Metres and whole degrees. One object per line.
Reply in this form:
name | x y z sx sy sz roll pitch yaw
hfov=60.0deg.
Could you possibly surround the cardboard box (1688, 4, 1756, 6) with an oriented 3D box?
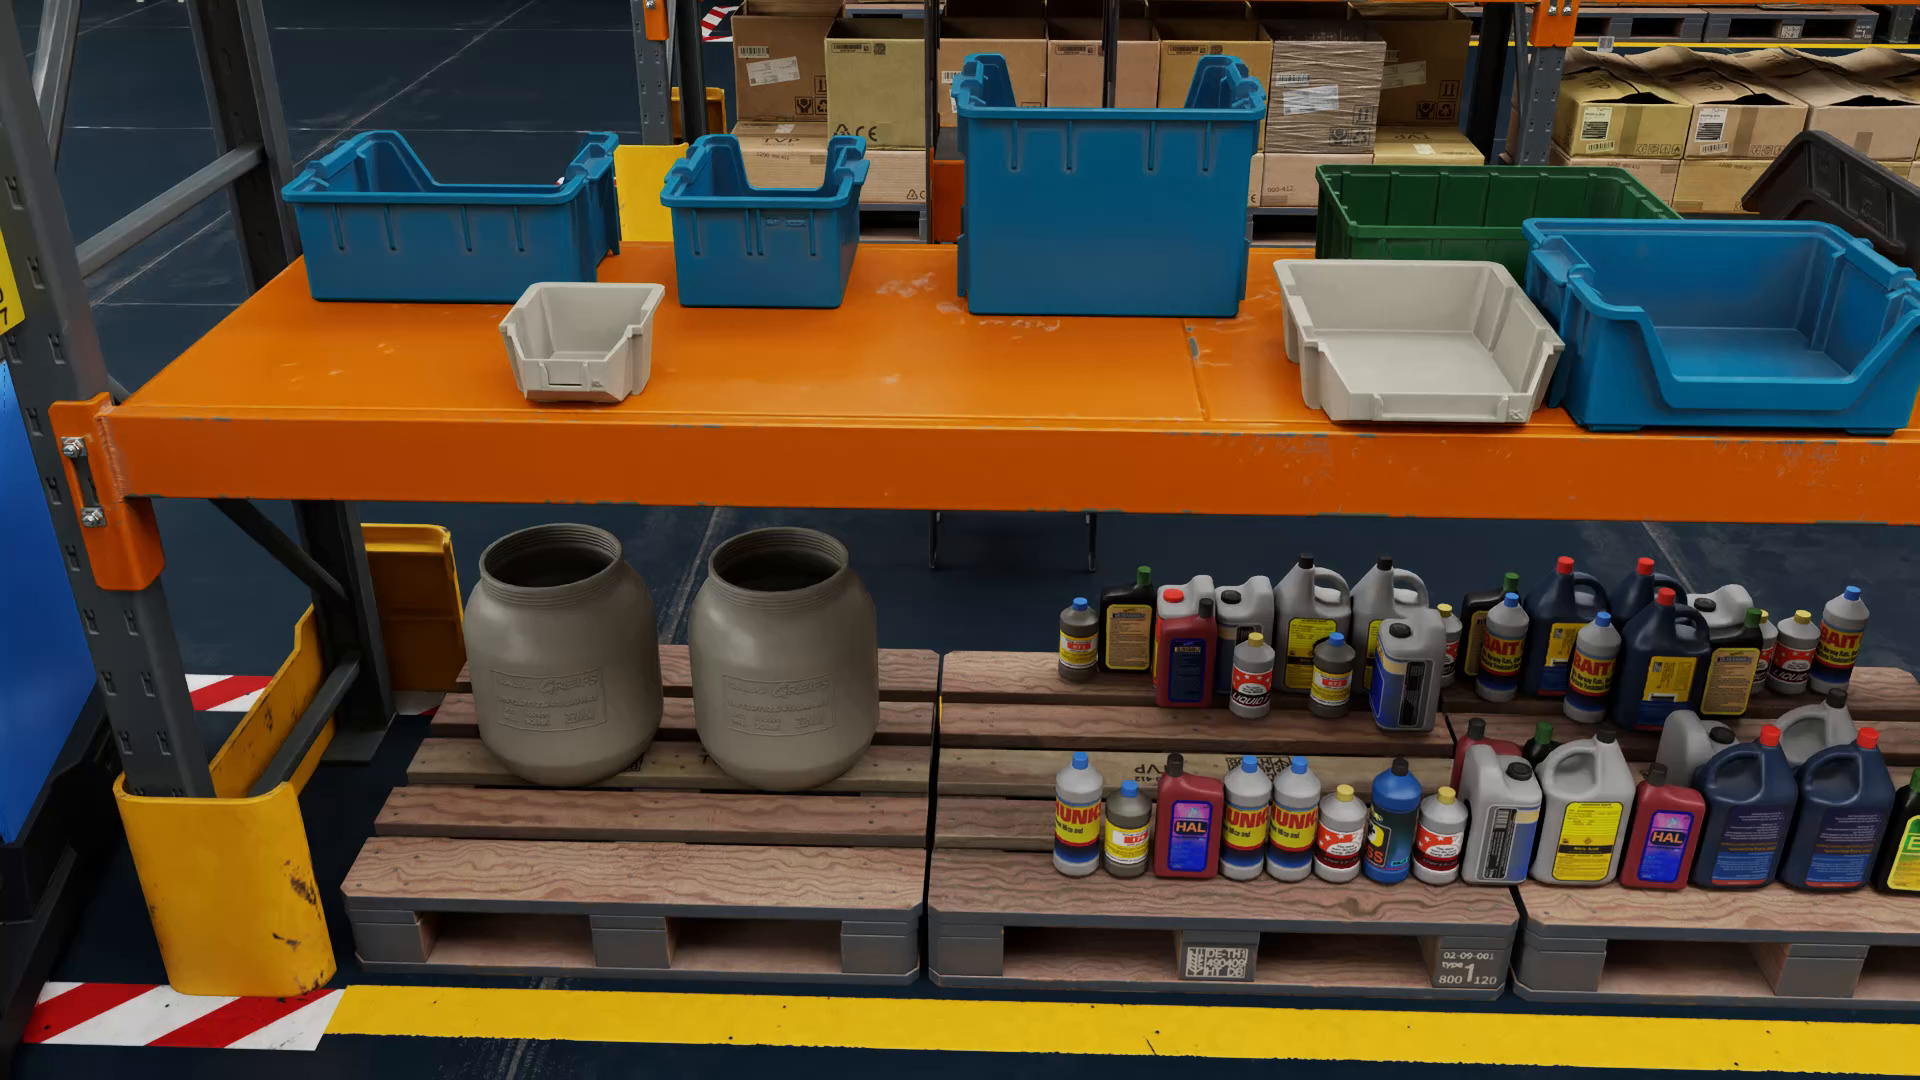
cardboard box | 5.556 -4.275 12.310 0.500 0.500 0.700 1 28 2

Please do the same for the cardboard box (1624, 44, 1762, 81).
cardboard box | 3.555 -2.222 8.127 0.500 0.311 0.500 2 28 3

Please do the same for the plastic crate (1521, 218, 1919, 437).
plastic crate | 1.326 -0.389 2.939 0.616 0.251 0.499 1 28 2

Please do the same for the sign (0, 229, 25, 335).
sign | -1.580 -0.494 2.684 0.005 0.325 0.100 1 28 2

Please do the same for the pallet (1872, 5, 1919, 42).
pallet | 7.574 -3.854 12.295 1.213 0.211 1.003 1 28 2

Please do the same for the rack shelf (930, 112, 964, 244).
rack shelf | 0.165 -0.913 4.759 0.480 0.518 0.431 1 28 2

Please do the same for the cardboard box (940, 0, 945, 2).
cardboard box | 0.051 -4.210 12.390 0.500 0.311 0.500 3 28 6

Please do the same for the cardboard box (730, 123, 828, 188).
cardboard box | -0.850 -1.805 7.940 0.500 0.250 0.500 1 28 2

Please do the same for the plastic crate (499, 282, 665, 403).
plastic crate | -0.673 -0.347 2.984 0.250 0.136 0.298 1 28 2

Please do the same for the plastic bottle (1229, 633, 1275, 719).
plastic bottle | 0.698 0.316 3.969 0.097 0.201 0.097 0 28 0

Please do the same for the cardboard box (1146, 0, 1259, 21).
cardboard box | 1.168 -2.354 8.175 0.500 0.500 0.500 1 28 2

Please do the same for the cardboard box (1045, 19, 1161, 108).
cardboard box | 0.649 -2.111 7.716 0.500 0.500 0.500 1 28 2

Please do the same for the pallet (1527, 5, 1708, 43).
pallet | 4.791 -3.937 12.452 1.213 0.211 1.003 1 28 2

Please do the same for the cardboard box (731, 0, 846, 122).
cardboard box | -0.831 -2.380 8.224 0.500 0.500 0.500 1 28 2

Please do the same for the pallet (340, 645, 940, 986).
pallet | -0.667 0.598 3.897 1.213 0.211 1.003 1 28 2

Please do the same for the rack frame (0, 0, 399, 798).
rack frame | -1.556 -0.629 3.234 0.127 3.000 1.000 1 28 2

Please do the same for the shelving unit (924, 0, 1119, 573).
shelving unit | 0.165 -0.925 4.753 0.503 2.100 0.431 1 28 2

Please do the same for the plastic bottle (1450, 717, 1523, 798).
plastic bottle | 1.114 0.504 3.527 0.133 0.283 0.061 1 28 2

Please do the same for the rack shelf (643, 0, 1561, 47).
rack shelf | 0.621 -2.597 7.714 4.000 0.370 1.077 1 28 2

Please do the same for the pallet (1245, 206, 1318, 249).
pallet | 1.826 -1.682 8.198 1.213 0.211 1.003 1 28 2

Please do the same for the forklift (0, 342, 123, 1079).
forklift | -2.364 -0.146 2.396 1.130 2.935 3.031 -5 28 -9

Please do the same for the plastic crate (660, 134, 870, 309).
plastic crate | -0.397 -0.682 3.492 0.408 0.251 0.499 1 28 2

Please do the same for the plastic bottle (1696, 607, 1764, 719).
plastic bottle | 1.811 0.290 3.932 0.133 0.283 0.061 1 28 2

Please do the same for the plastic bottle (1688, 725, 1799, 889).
plastic bottle | 1.596 0.534 3.399 0.185 0.351 0.144 0 28 -1

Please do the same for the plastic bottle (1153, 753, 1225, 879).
plastic bottle | 0.470 0.565 3.413 0.133 0.283 0.061 1 28 3

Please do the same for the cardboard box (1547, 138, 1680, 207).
cardboard box | 3.014 -1.730 7.797 0.500 0.250 0.500 0 28 1

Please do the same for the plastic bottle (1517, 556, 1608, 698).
plastic bottle | 1.461 0.202 4.024 0.185 0.351 0.144 0 28 0

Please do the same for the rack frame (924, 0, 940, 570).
rack frame | -0.078 -0.929 4.761 0.015 2.100 0.400 1 28 2

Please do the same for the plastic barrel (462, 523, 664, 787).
plastic barrel | -0.896 0.260 3.766 0.421 0.512 0.421 0 28 0

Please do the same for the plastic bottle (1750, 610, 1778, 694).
plastic bottle | 1.935 0.265 4.065 0.097 0.201 0.097 0 28 0

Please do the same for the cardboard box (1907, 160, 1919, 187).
cardboard box | 4.551 -1.704 7.750 0.500 0.250 0.500 1 28 3

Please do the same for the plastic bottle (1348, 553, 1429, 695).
plastic bottle | 1.036 0.195 4.038 0.185 0.351 0.144 1 28 1

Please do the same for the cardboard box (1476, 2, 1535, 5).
cardboard box | 4.045 -4.301 12.360 0.500 0.500 0.700 0 28 1

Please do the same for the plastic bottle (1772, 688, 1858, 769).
plastic bottle | 1.792 0.470 3.520 0.185 0.351 0.144 1 28 2

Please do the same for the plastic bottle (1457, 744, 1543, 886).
plastic bottle | 1.111 0.557 3.435 0.135 0.276 0.152 1 28 3

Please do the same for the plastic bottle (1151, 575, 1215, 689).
plastic bottle | 0.545 0.222 4.067 0.135 0.276 0.152 1 28 2

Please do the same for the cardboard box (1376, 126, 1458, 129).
cardboard box | 2.167 -2.002 8.311 0.500 0.250 0.500 1 28 2

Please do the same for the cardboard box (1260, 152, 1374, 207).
cardboard box | 1.649 -1.770 7.875 0.500 0.250 0.500 1 28 2

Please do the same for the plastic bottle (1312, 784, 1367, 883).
plastic bottle | 0.786 0.598 3.438 0.097 0.201 0.097 0 28 0

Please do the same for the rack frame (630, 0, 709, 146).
rack frame | -1.378 -2.948 7.608 0.127 3.000 1.000 1 28 2

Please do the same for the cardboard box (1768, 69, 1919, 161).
cardboard box | 4.041 -1.958 7.629 0.500 0.311 0.500 0 28 0

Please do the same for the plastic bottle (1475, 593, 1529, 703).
plastic bottle | 1.312 0.252 4.015 0.097 0.271 0.097 0 28 0
